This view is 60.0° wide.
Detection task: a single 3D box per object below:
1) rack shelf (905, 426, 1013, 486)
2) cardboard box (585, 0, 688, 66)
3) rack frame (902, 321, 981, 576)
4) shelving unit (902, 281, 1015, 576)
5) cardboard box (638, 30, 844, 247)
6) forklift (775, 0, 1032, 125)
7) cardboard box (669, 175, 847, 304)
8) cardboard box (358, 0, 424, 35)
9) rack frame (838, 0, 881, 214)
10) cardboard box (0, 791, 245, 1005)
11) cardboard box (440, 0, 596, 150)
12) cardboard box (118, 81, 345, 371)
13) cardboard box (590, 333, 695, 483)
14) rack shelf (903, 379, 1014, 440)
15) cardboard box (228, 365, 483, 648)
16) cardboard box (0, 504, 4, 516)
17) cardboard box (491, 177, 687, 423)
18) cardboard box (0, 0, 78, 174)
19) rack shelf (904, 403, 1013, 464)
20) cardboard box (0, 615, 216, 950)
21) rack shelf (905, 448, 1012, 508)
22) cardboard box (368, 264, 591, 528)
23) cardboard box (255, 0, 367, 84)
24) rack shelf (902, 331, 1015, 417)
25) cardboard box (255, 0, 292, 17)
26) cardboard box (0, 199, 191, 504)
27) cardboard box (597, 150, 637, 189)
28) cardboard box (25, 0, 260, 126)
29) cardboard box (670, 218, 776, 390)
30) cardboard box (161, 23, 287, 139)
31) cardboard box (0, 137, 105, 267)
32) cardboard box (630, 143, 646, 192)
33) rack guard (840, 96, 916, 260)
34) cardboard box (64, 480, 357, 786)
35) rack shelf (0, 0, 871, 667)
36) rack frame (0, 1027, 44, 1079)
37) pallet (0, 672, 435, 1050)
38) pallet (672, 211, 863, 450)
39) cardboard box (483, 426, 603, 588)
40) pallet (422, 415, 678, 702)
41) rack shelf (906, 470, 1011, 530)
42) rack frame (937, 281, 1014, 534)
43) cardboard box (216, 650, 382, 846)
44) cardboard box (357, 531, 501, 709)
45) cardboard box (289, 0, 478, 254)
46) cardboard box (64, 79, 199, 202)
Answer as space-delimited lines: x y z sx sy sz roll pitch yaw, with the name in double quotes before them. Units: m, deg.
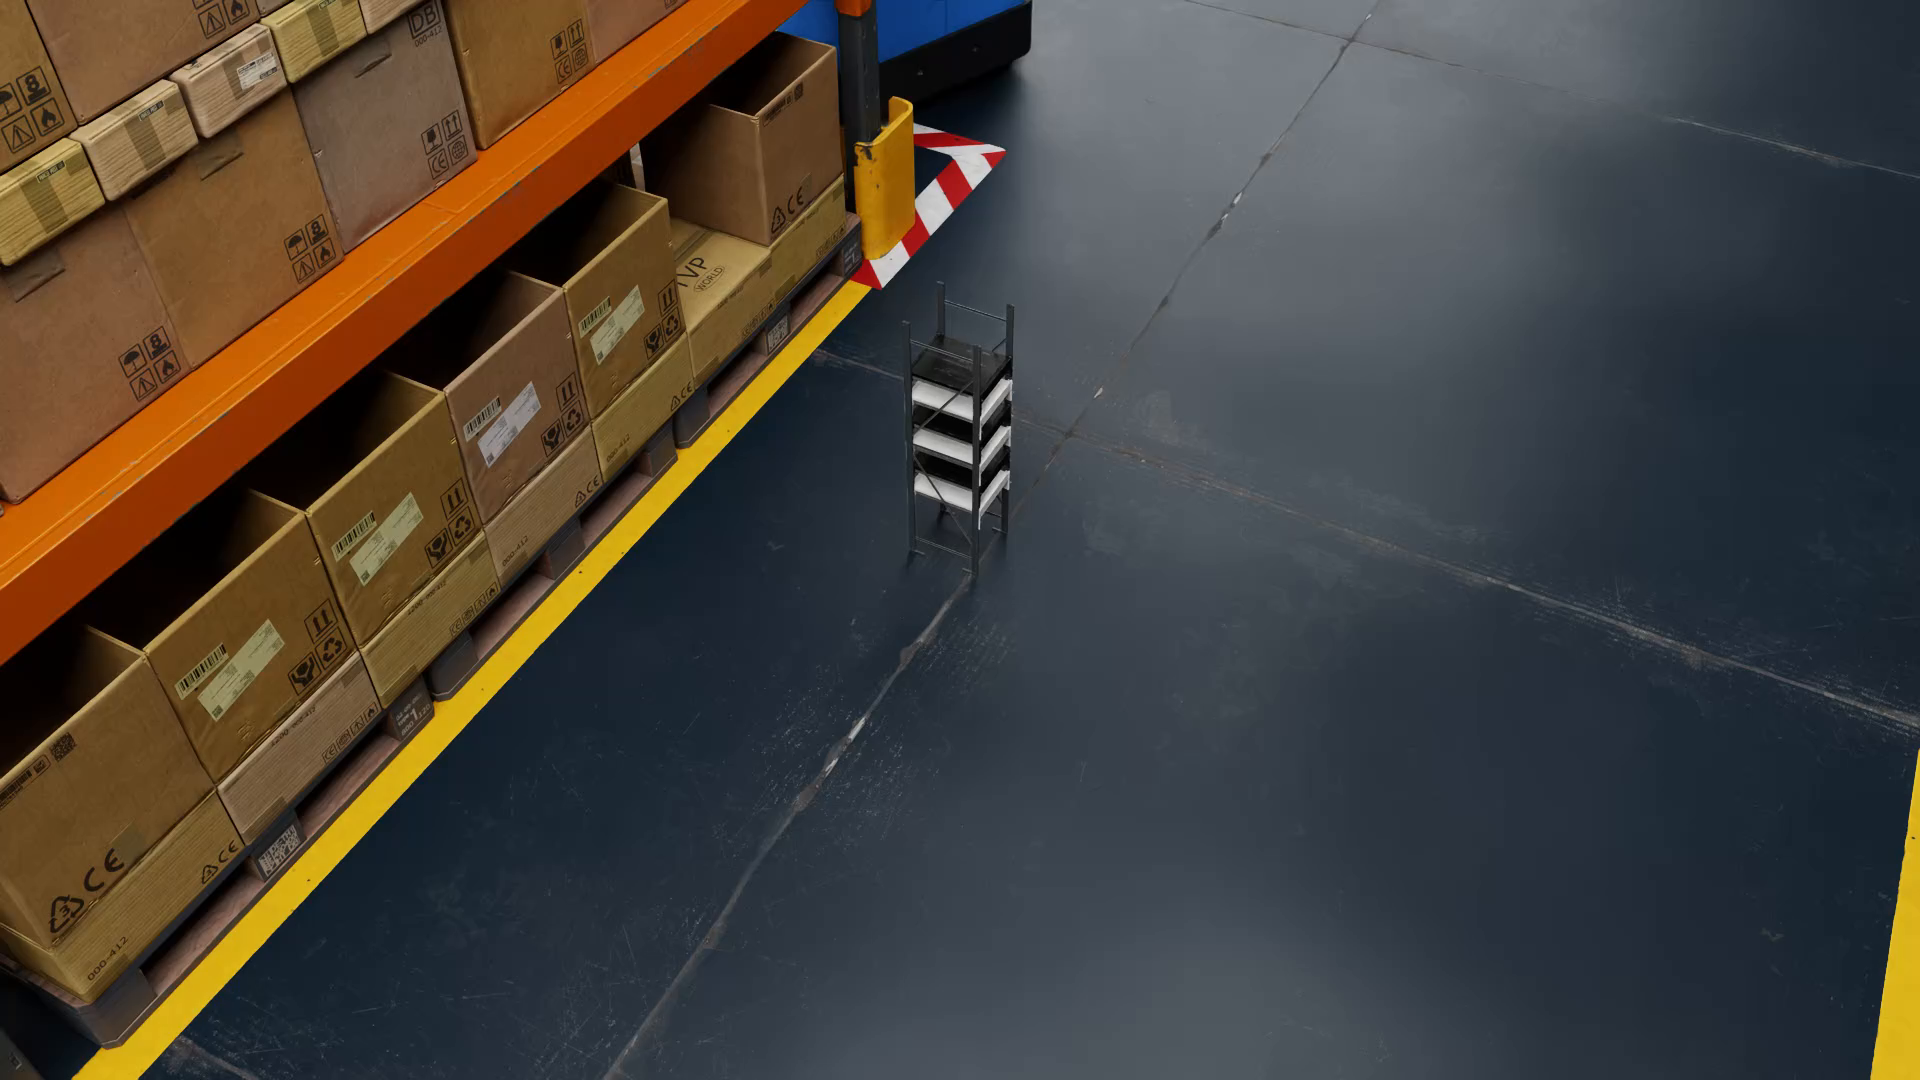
"rack shelf" -0.004 -0.288 4.949 0.258 0.077 0.200 20 49 19
"cardboard box" -1.227 -1.797 4.847 0.700 0.500 0.500 22 49 20
"rack frame" -0.051 -0.247 4.862 0.240 0.900 0.006 20 49 19
"shelving unit" -0.004 -0.311 4.925 0.258 0.900 0.210 20 49 19
"cardboard box" -0.744 -1.393 5.629 0.500 0.500 0.500 20 49 19
"forklift" -1.026 -3.712 6.858 1.130 2.935 3.031 -31 53 -27
"cardboard box" -0.746 -1.130 5.896 0.500 0.250 0.500 20 49 19
"cardboard box" -1.486 -1.366 3.965 0.380 0.149 0.250 20 49 19
"rack frame" -0.759 -2.385 5.498 1.000 3.000 0.127 20 49 19
"cardboard box" -2.132 0.762 4.026 0.500 0.250 0.500 20 49 19
"cardboard box" -1.462 -1.487 4.540 0.700 0.500 0.500 21 49 19
"cardboard box" -1.940 -0.831 3.892 0.700 0.500 0.500 21 49 20
"cardboard box" -1.198 -0.496 5.269 0.500 0.250 0.500 20 49 19
"rack shelf" -0.004 -0.414 4.821 0.258 0.077 0.200 20 49 19
"cardboard box" -1.659 -0.128 4.378 0.500 0.500 0.500 20 49 19
"cardboard box" -2.415 -0.181 3.250 0.700 0.500 0.500 19 48 18
"cardboard box" -1.196 -0.758 5.001 0.500 0.500 0.500 20 49 19
"cardboard box" -2.182 -0.956 3.104 0.700 0.500 0.500 20 49 19
"rack shelf" -0.004 -0.351 4.885 0.258 0.077 0.200 20 49 19
"cardboard box" -2.123 0.502 3.756 0.500 0.500 0.500 20 49 19
"rack shelf" -0.004 -0.225 5.013 0.258 0.077 0.200 20 49 19
"cardboard box" -1.429 -0.444 4.690 0.500 0.500 0.500 20 49 19
"cardboard box" -1.604 -1.210 3.811 0.380 0.149 0.250 20 49 19
"rack shelf" -0.004 -0.478 4.757 0.258 0.077 0.200 20 49 19
"cardboard box" -1.717 -1.586 3.726 0.700 0.500 0.500 20 49 19
"cardboard box" -2.176 -0.516 3.581 0.700 0.500 0.500 20 49 19
"cardboard box" -1.435 -1.249 5.486 0.500 0.500 0.500 20 49 19
"cardboard box" -1.949 -1.272 3.415 0.700 0.500 0.500 20 49 19
"cardboard box" -0.968 -0.811 5.581 0.500 0.250 0.500 20 49 19
"cardboard box" -1.725 -1.046 3.649 0.380 0.149 0.250 19 48 18
"cardboard box" -1.964 -0.720 3.326 0.380 0.149 0.250 20 49 19
"cardboard box" -1.205 -1.301 6.065 0.500 0.250 0.500 20 49 19
"rack guard" -0.748 -1.521 6.402 1.175 0.500 0.348 20 49 19
"cardboard box" -1.898 0.184 4.070 0.500 0.500 0.500 20 49 19
"rack shelf" -1.687 -0.872 4.508 1.077 0.370 4.000 20 49 19
"rack frame" -2.613 0.136 3.006 0.949 2.616 0.053 20 49 19
"pallet" -2.210 0.628 4.481 1.003 0.211 1.213 20 49 19
"pallet" -1.077 -0.909 6.000 1.003 0.211 1.213 20 49 19
"cardboard box" -1.432 -0.181 4.958 0.500 0.250 0.500 20 49 19
"pallet" -1.644 -0.143 5.243 1.003 0.211 1.213 20 49 19
"rack shelf" -0.004 -0.161 5.077 0.258 0.077 0.200 20 49 19
"rack frame" 0.043 -0.375 4.988 0.240 0.900 0.006 20 49 19
"cardboard box" -1.895 0.449 4.335 0.500 0.250 0.500 20 49 19
"cardboard box" -1.659 0.136 4.645 0.500 0.250 0.500 20 49 19
"cardboard box" -1.703 -1.154 4.211 0.700 0.500 0.500 22 49 20
"cardboard box" -1.846 -0.877 3.482 0.380 0.149 0.250 19 48 18
